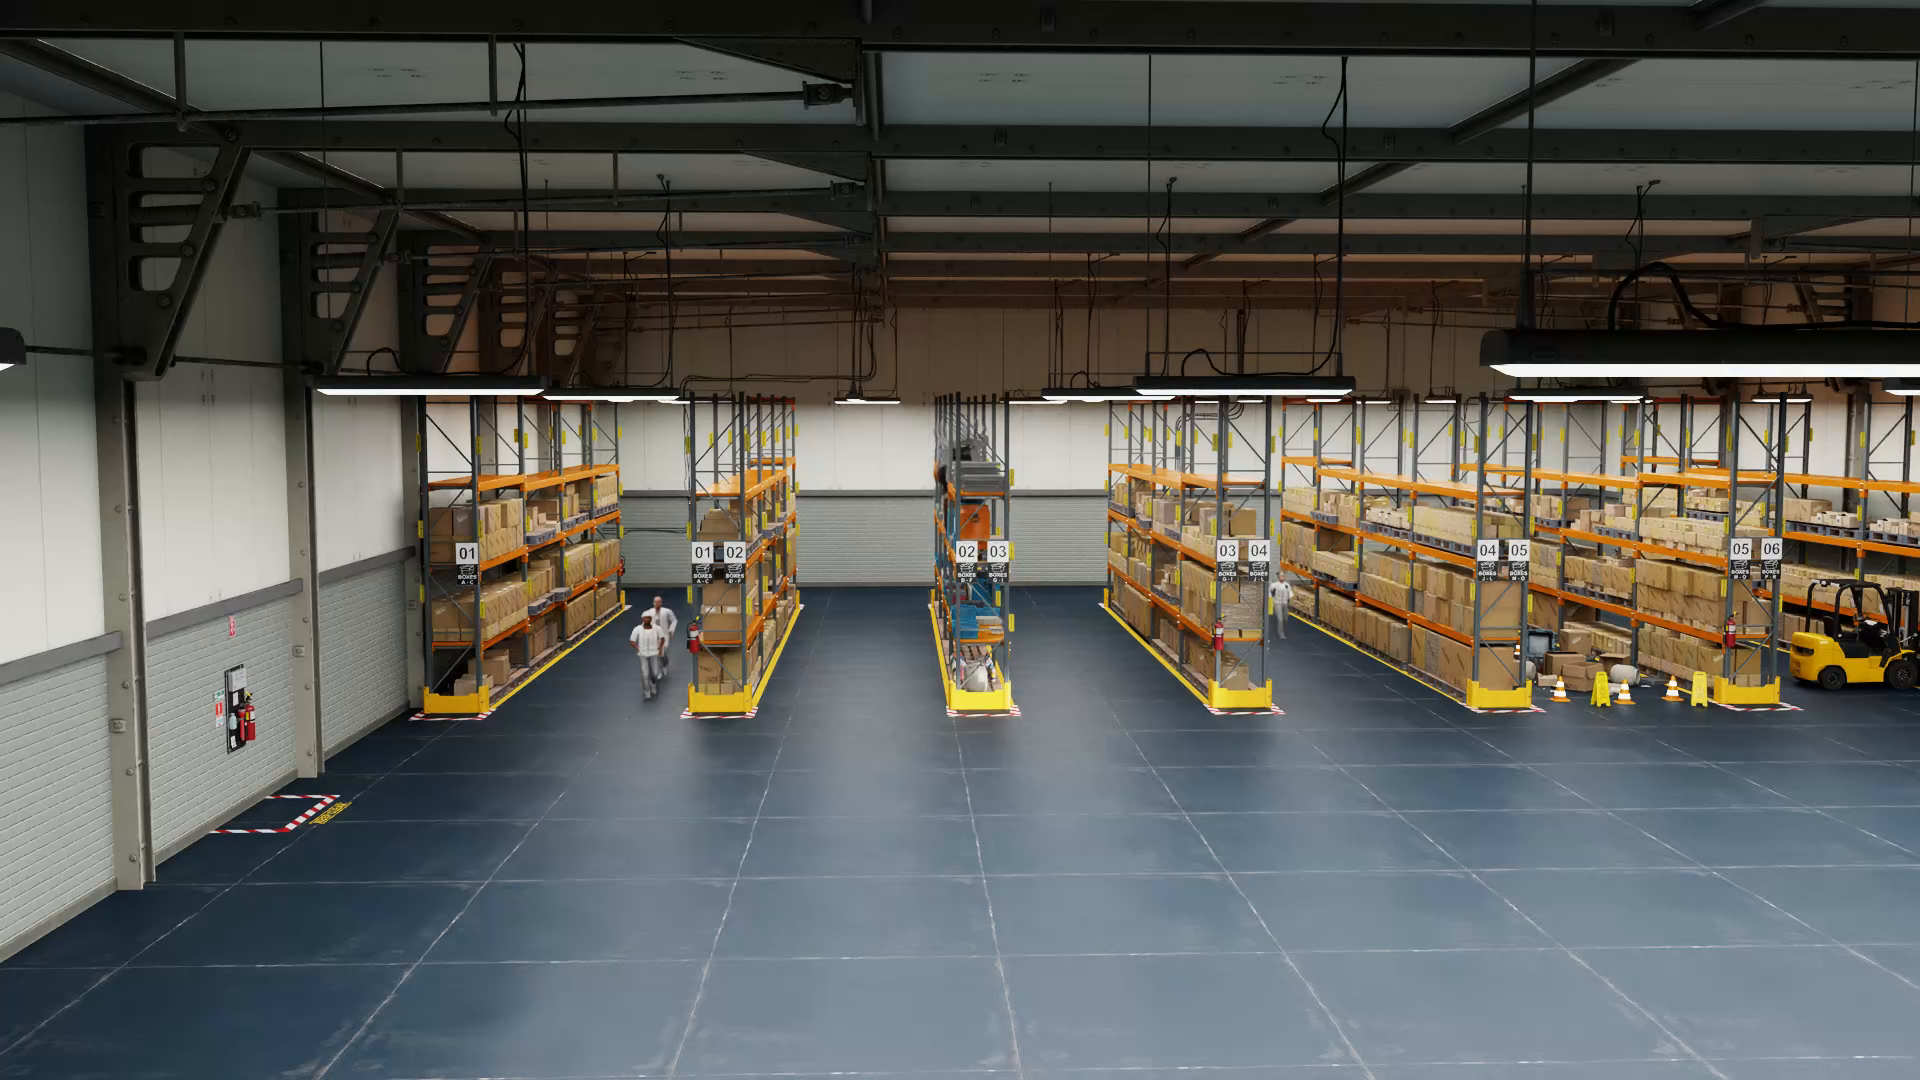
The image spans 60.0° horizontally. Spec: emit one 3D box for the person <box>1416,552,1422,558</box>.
[{"bbox_3d":[13.572,1.004,49.307,0.486,1.554,0.568,0,5,4],"label":"person"}]

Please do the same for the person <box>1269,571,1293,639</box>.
[{"bbox_3d":[7.939,1.590,41.164,0.626,1.663,0.847,-1,5,-6],"label":"person"}]

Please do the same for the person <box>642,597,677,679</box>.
[{"bbox_3d":[-6.328,2.061,34.867,0.696,1.739,0.626,0,5,1],"label":"person"}]

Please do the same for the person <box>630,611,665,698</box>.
[{"bbox_3d":[-6.100,2.251,32.545,0.692,1.720,0.589,-1,5,-15],"label":"person"}]

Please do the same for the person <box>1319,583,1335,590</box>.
[{"bbox_3d":[10.612,0.991,48.527,0.667,1.697,0.747,4,6,40],"label":"person"}]
